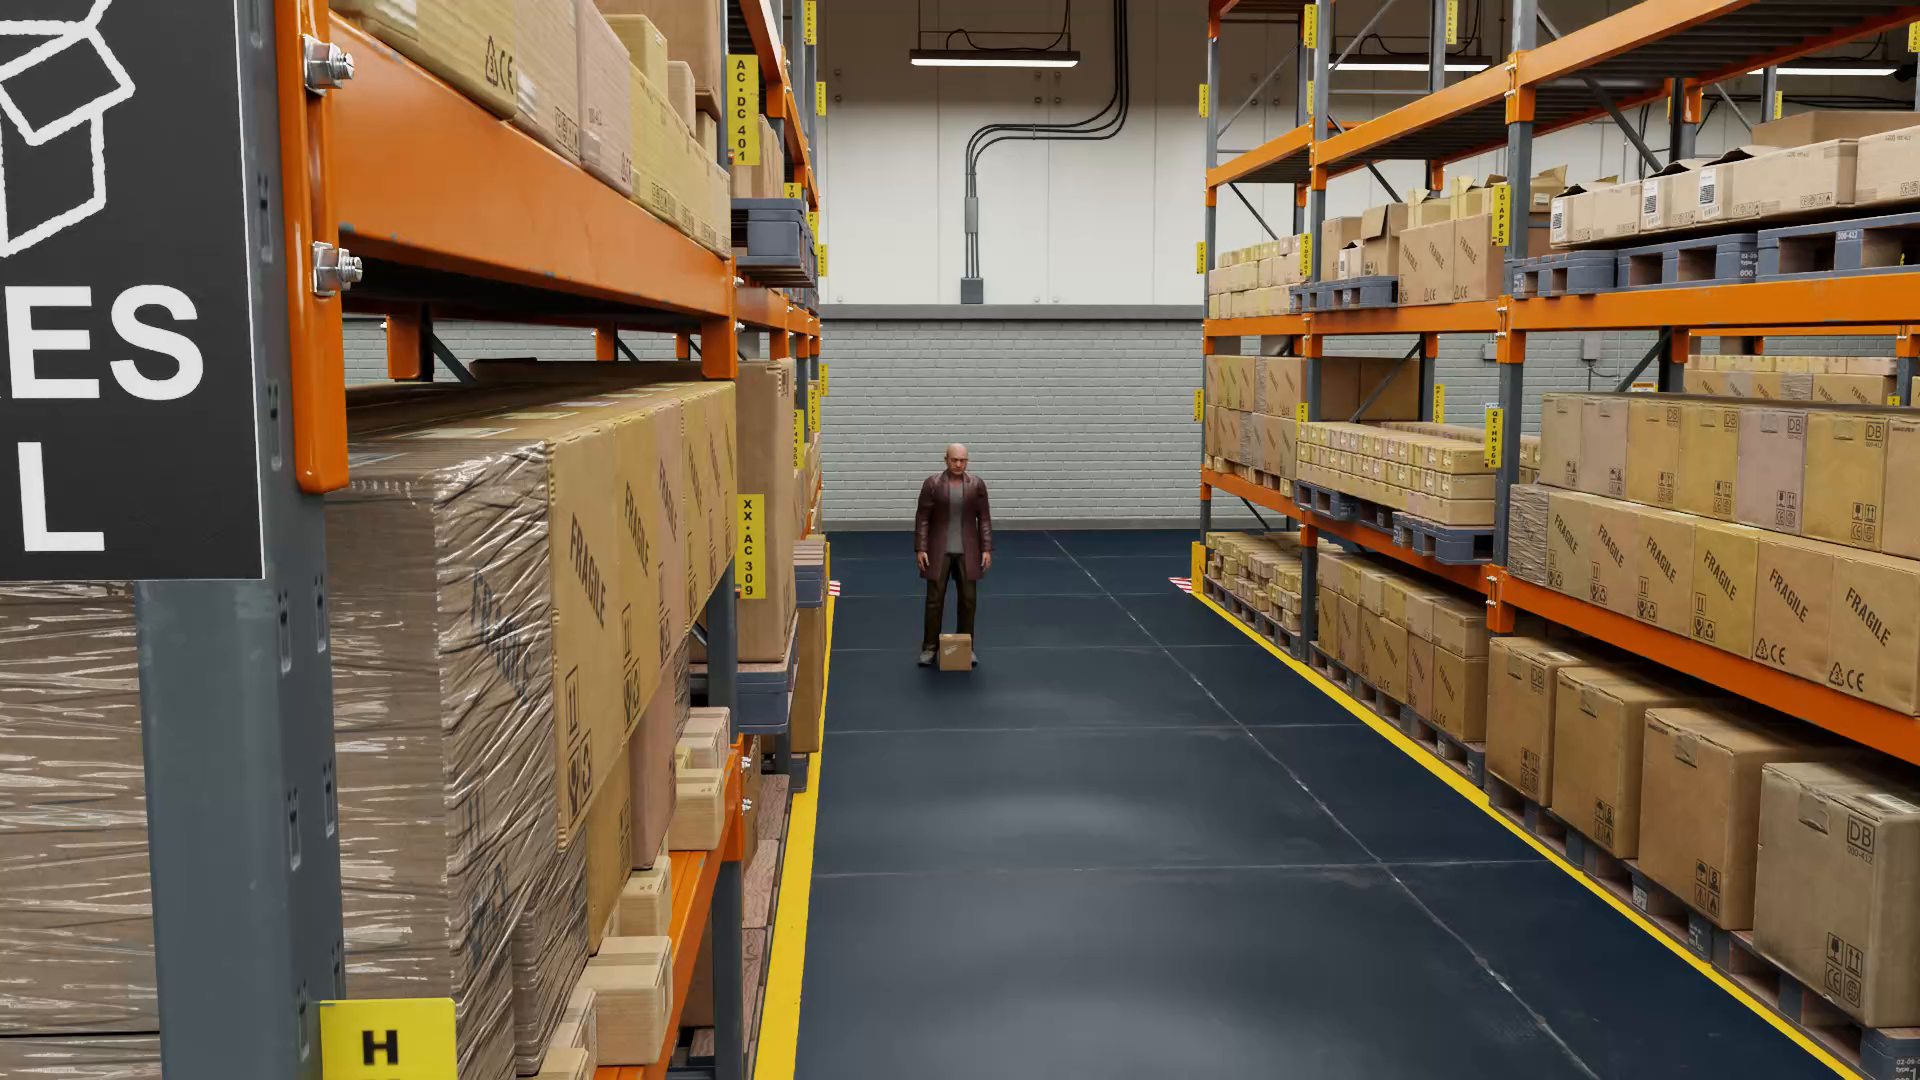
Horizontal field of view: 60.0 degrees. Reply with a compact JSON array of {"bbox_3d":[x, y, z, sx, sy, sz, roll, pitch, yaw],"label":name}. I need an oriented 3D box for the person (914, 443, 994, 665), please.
[{"bbox_3d":[-0.048,0.106,13.394,0.654,1.774,0.420,-1,7,-7],"label":"person"}]
